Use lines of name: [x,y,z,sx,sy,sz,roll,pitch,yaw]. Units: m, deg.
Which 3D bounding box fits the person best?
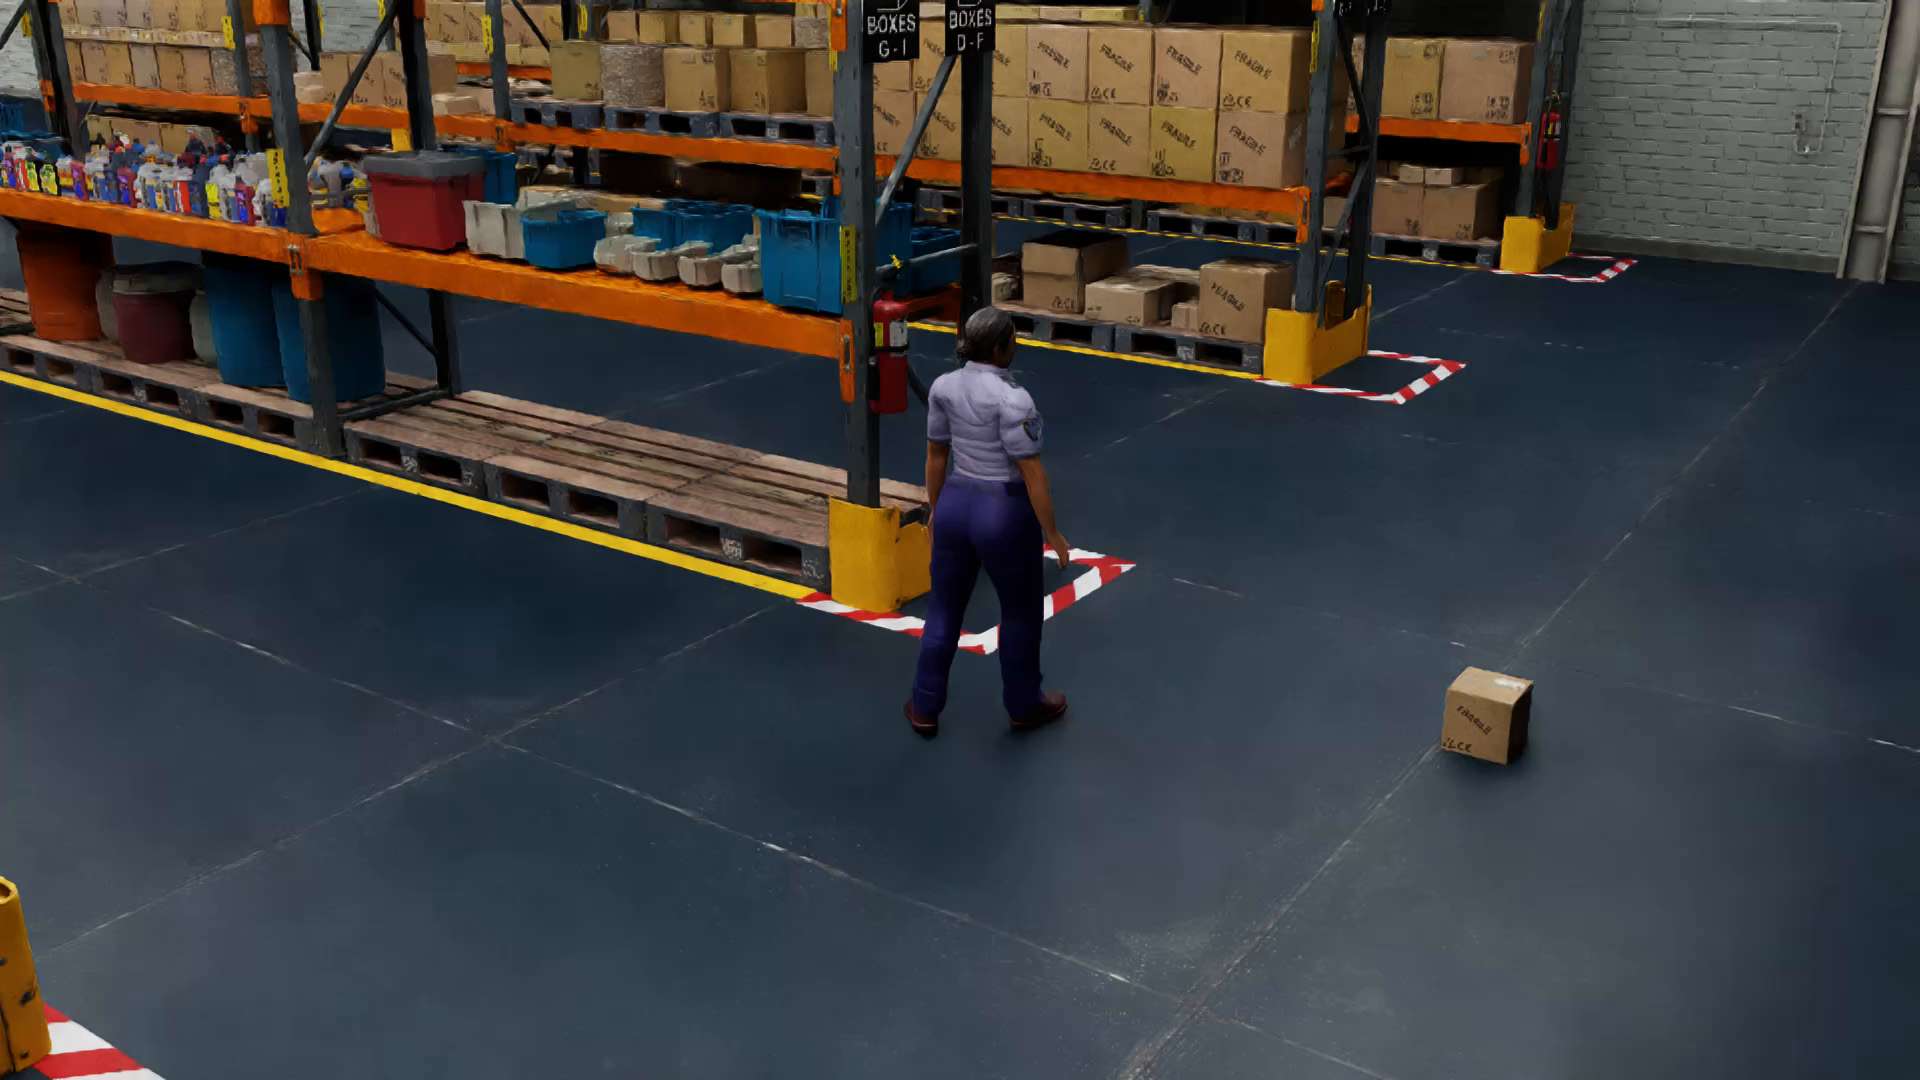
person: [0.126,-0.069,6.242,0.671,1.636,0.569,15,24,35]
